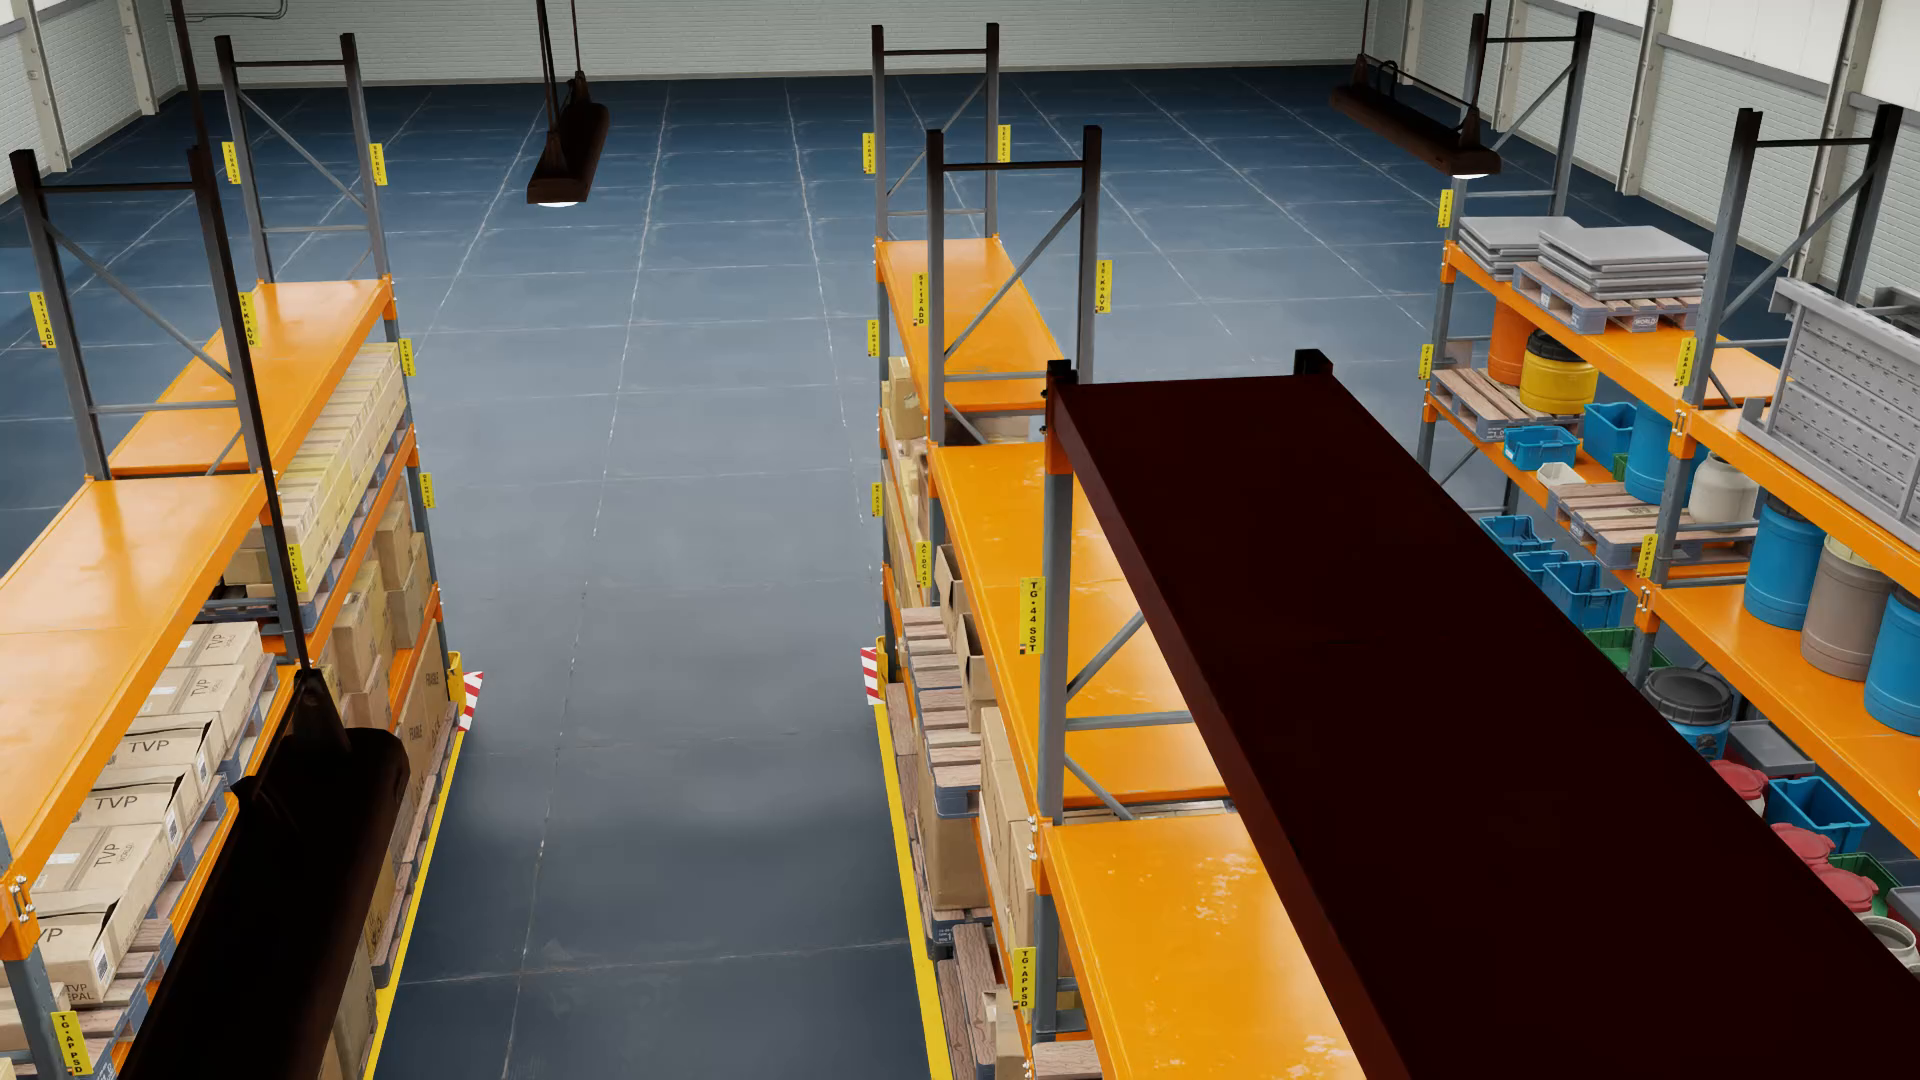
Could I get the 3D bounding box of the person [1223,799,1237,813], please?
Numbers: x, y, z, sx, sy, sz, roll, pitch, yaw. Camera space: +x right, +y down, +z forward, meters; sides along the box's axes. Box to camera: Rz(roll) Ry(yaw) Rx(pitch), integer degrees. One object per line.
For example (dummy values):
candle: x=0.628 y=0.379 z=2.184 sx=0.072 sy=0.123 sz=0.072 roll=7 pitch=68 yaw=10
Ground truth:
person: x=2.272 y=1.459 z=13.422 sx=0.566 sy=1.789 sz=0.703 roll=2 pitch=26 yaw=5
